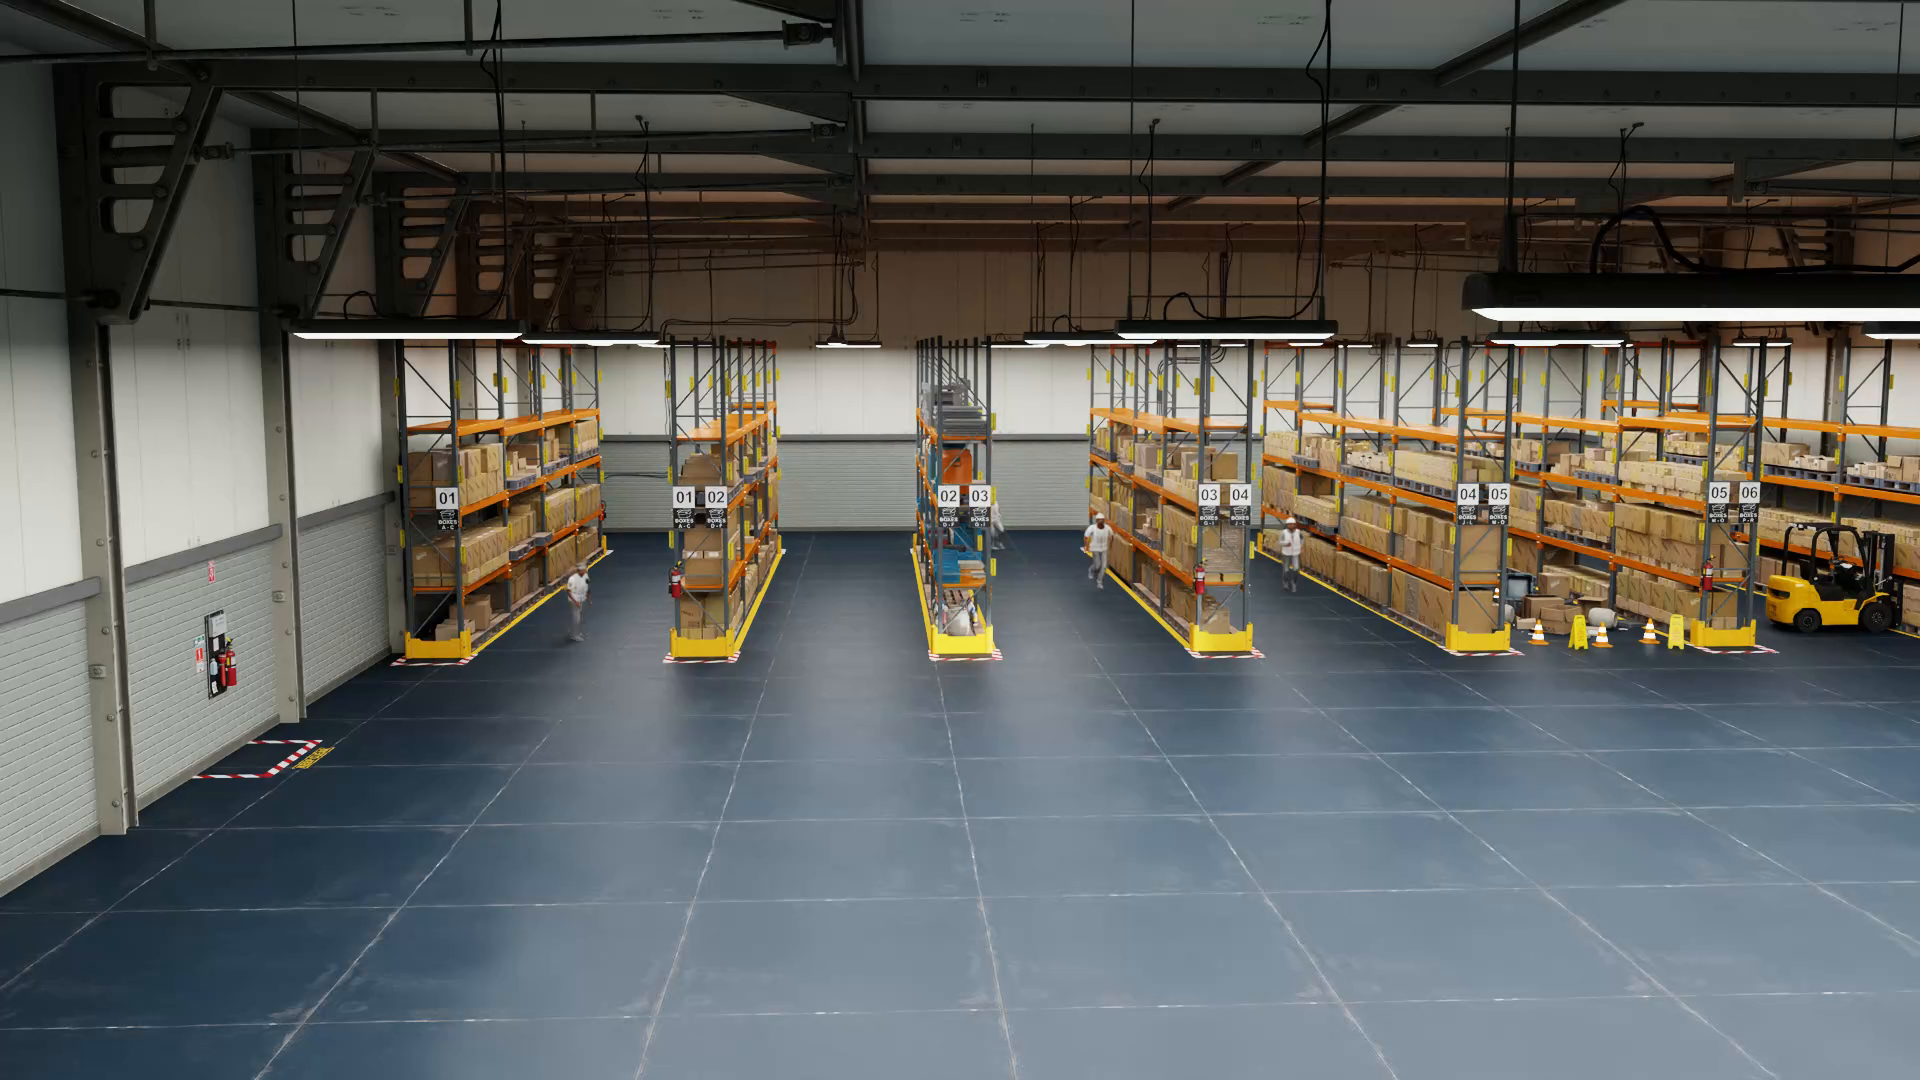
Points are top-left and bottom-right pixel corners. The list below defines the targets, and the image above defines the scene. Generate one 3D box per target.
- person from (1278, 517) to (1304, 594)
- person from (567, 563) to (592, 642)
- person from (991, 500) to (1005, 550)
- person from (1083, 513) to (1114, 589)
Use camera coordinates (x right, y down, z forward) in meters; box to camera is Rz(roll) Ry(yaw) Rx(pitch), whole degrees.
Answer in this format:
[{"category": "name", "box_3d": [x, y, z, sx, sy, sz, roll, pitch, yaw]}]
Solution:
[{"category": "person", "box_3d": [7.864, 0.366, 39.485, 0.642, 1.825, 0.828, 0, 7, 4]}, {"category": "person", "box_3d": [-7.581, 1.215, 32.859, 0.768, 1.612, 0.572, 5, 8, 38]}, {"category": "person", "box_3d": [0.921, -0.552, 47.654, 0.759, 1.731, 0.657, -3, 7, -27]}, {"category": "person", "box_3d": [3.206, 0.233, 38.383, 0.716, 1.730, 0.643, -2, 7, -16]}]
